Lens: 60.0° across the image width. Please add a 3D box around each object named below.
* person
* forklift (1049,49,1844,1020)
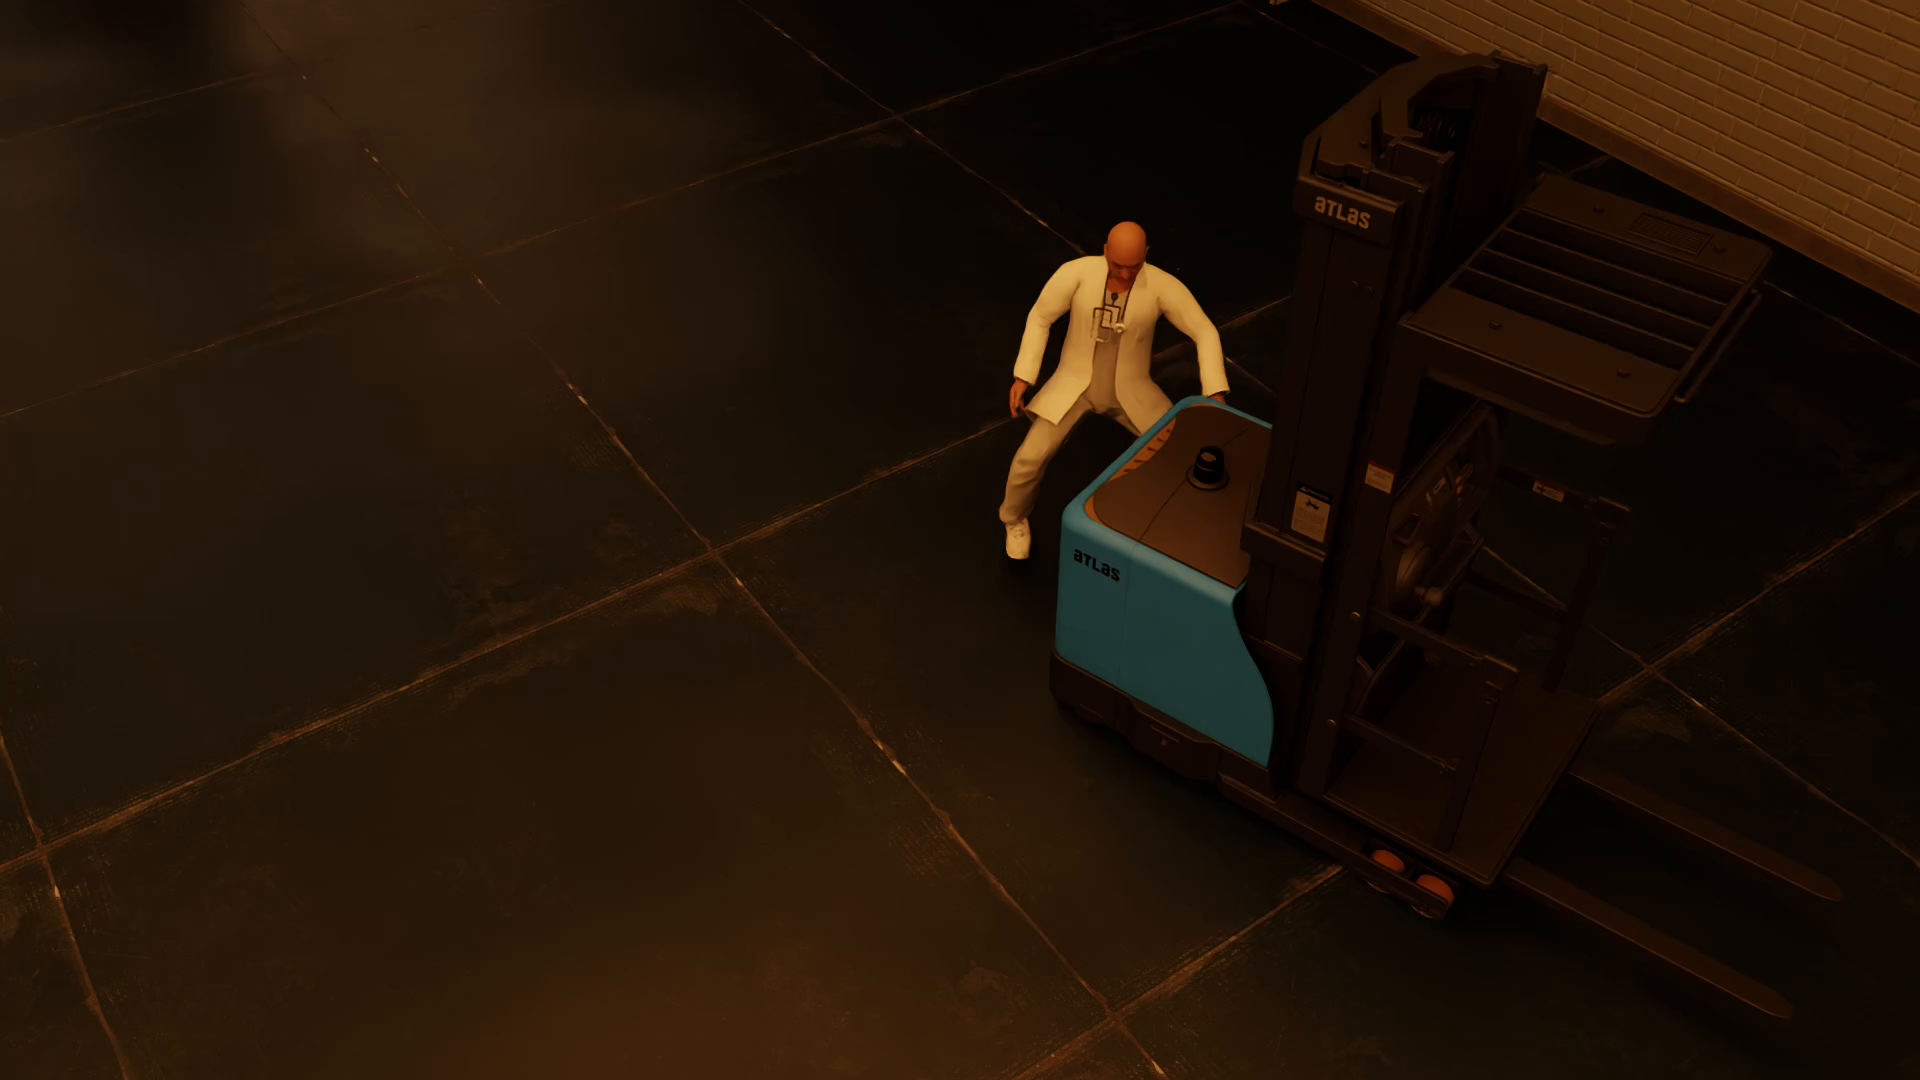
[{"bbox_3d":[0.714,-0.673,7.459,1.011,1.640,0.879,6,43,7],"label":"person"},{"bbox_3d":[1.860,-0.055,5.775,3.031,2.935,1.130,27,49,26],"label":"forklift"}]
